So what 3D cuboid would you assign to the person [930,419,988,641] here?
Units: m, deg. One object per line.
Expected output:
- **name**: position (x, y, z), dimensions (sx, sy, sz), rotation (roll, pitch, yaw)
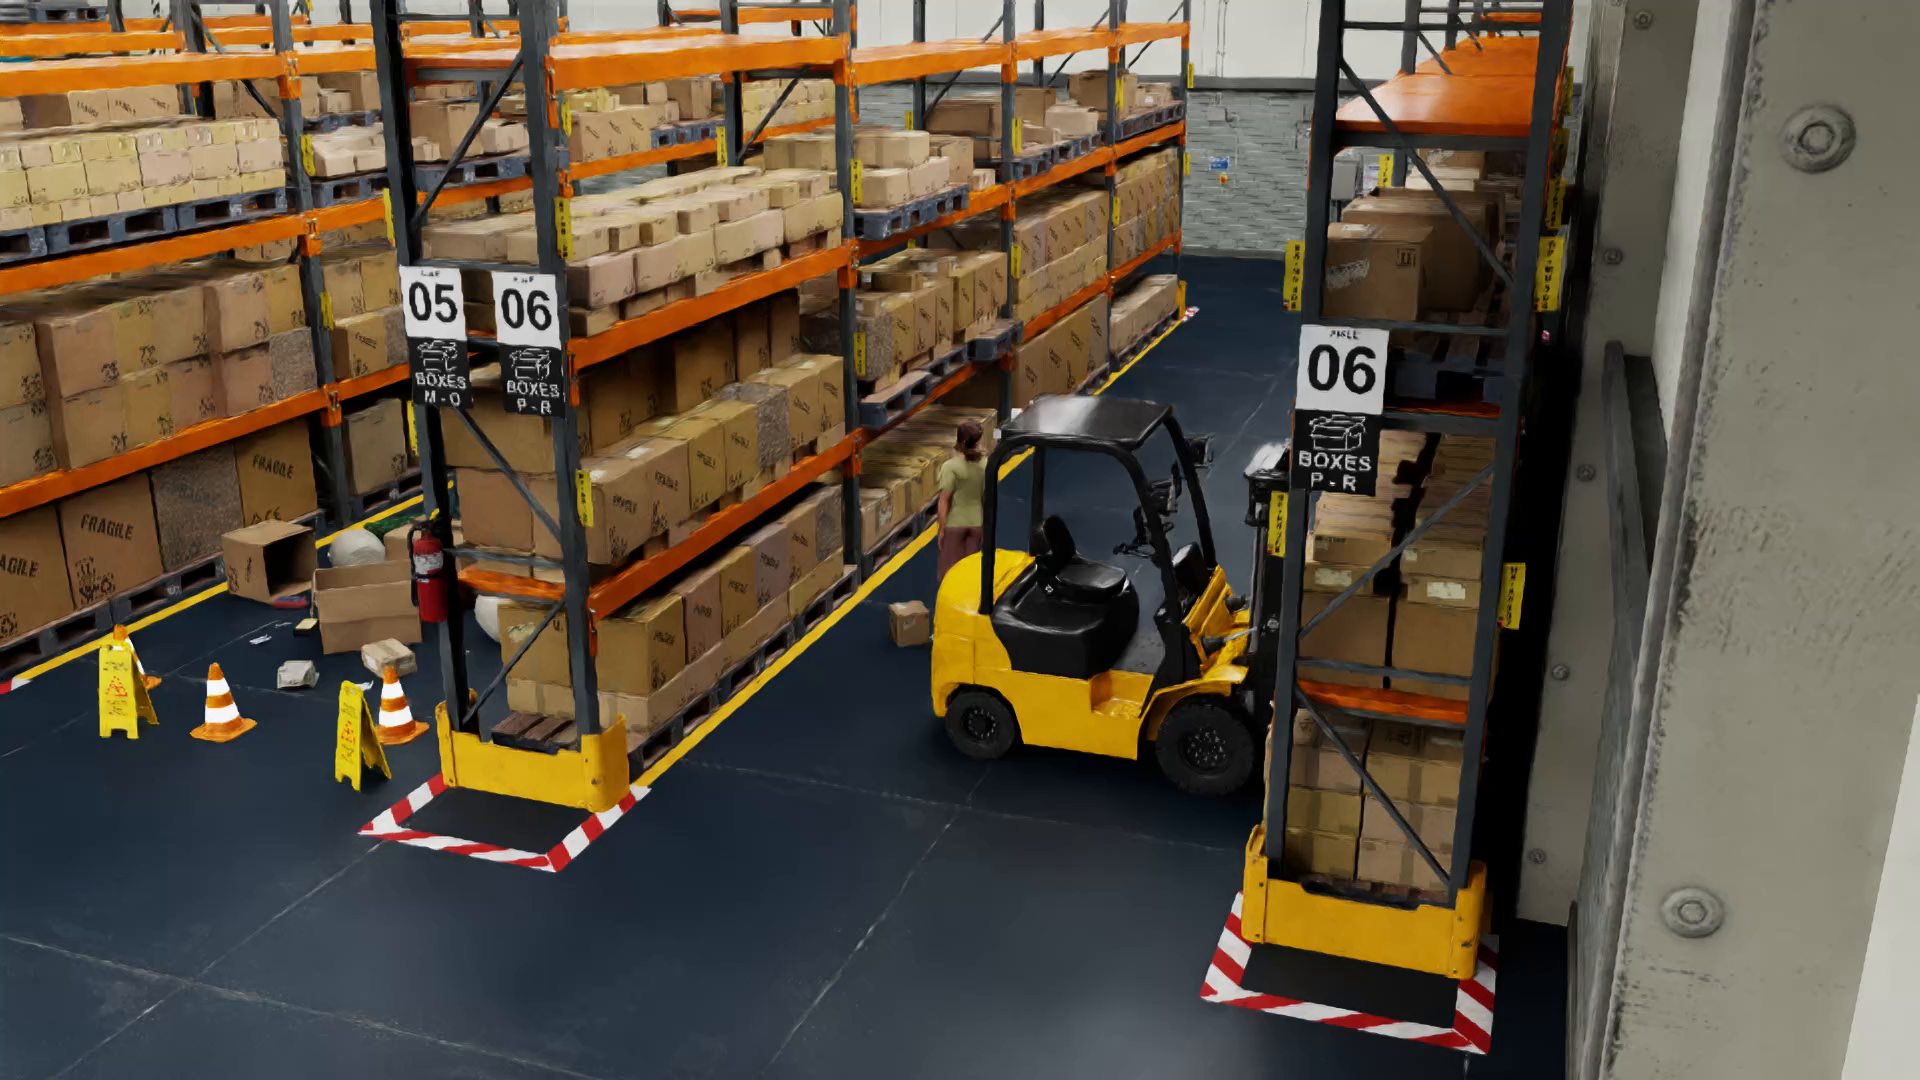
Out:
- **person**: position (-0.004, -0.029, 12.253), dimensions (0.542, 1.604, 0.431), rotation (-9, 21, -26)
